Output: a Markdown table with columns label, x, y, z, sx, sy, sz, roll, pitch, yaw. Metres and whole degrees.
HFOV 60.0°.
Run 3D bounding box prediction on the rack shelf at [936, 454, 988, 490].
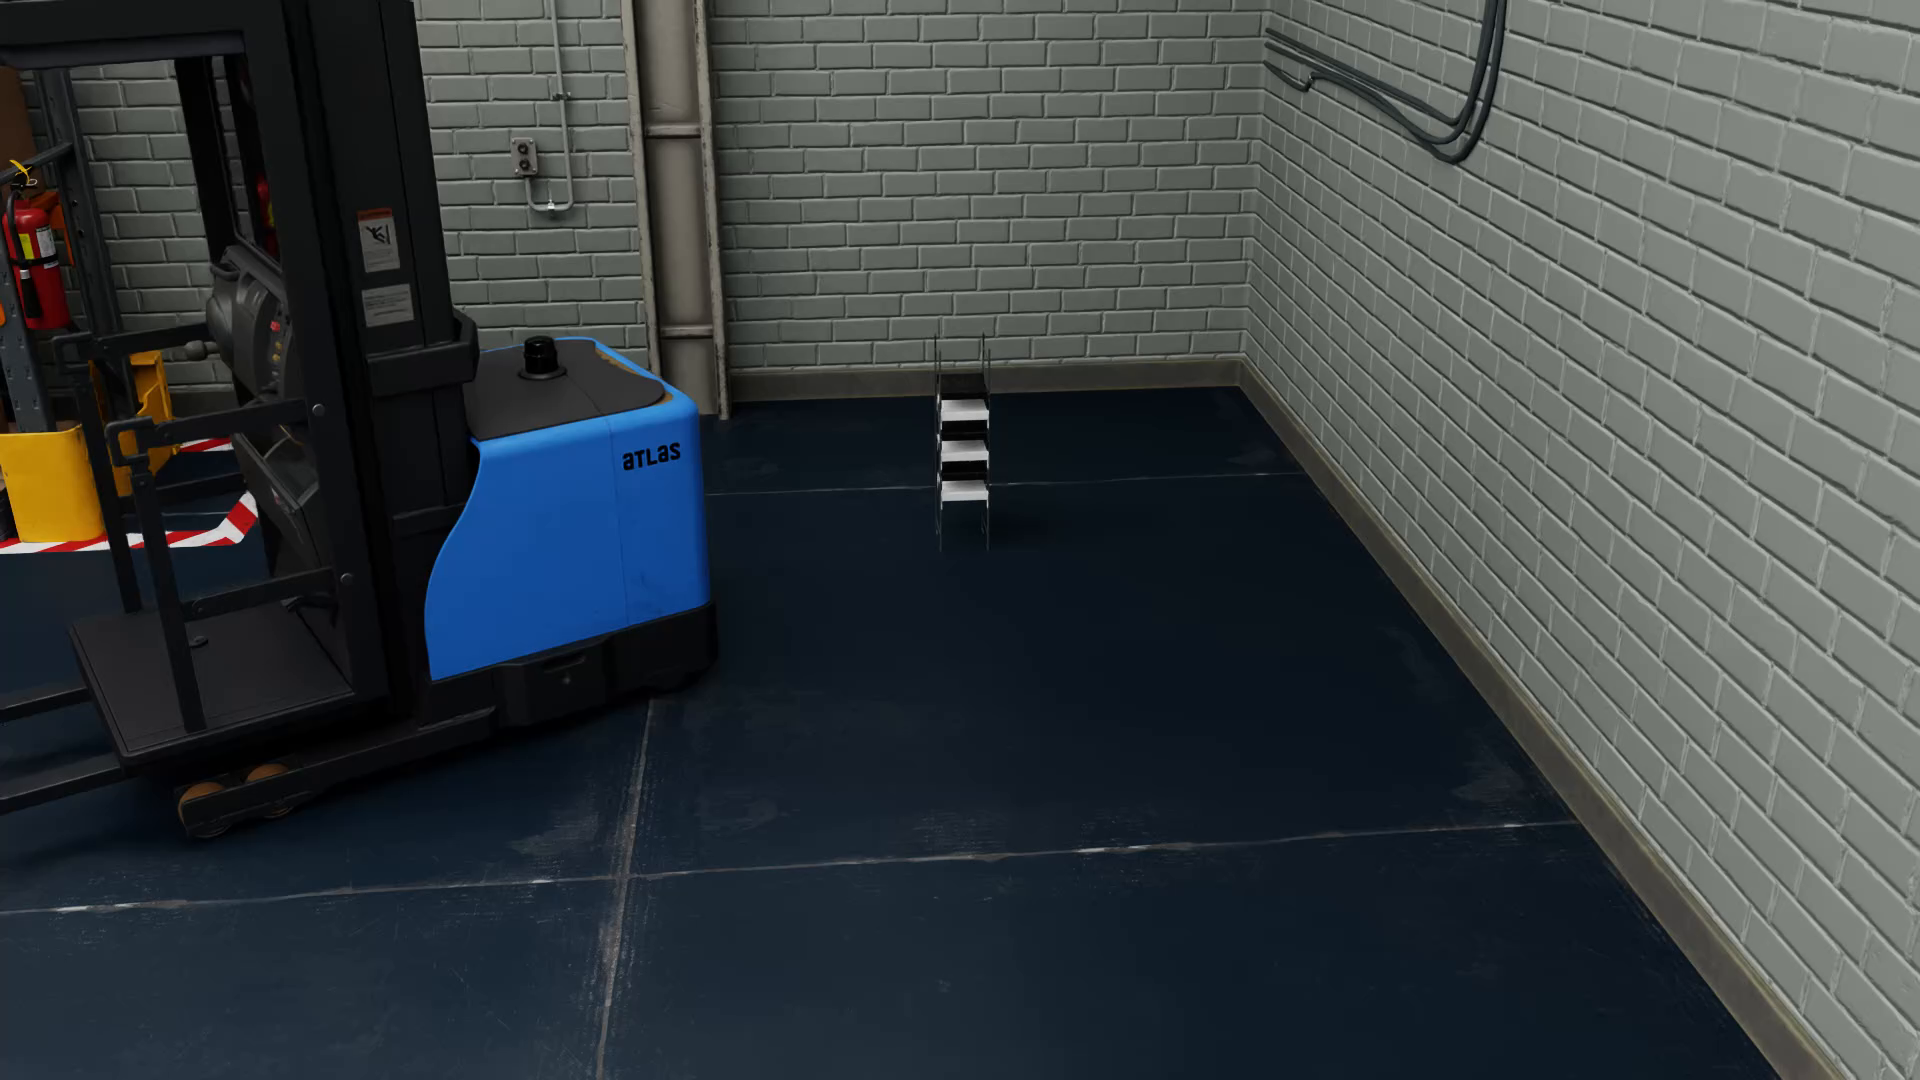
| label | x | y | z | sx | sy | sz | roll | pitch | yaw |
| --- | --- | --- | --- | --- | --- | --- | --- | --- | --- |
| rack shelf | 0.008 | -0.299 | 7.118 | 0.200 | 0.077 | 0.258 | -2 | 24 | -5 |

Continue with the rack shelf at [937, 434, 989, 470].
| label | x | y | z | sx | sy | sz | roll | pitch | yaw |
| --- | --- | --- | --- | --- | --- | --- | --- | --- | --- |
| rack shelf | 0.008 | -0.381 | 7.081 | 0.200 | 0.077 | 0.258 | -2 | 24 | -5 |

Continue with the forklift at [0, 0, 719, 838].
| label | x | y | z | sx | sy | sz | roll | pitch | yaw |
| --- | --- | --- | --- | --- | --- | --- | --- | --- | --- |
| forklift | -2.389 | -0.659 | 5.124 | 3.031 | 2.935 | 1.130 | -16 | 28 | -31 |

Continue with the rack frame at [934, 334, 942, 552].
| label | x | y | z | sx | sy | sz | roll | pitch | yaw |
| --- | --- | --- | --- | --- | --- | --- | --- | --- | --- |
| rack frame | -0.093 | -0.407 | 7.059 | 0.006 | 0.900 | 0.240 | -2 | 24 | -5 |

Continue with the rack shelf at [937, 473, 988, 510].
| label | x | y | z | sx | sy | sz | roll | pitch | yaw |
| --- | --- | --- | --- | --- | --- | --- | --- | --- | --- |
| rack shelf | 0.008 | -0.217 | 7.155 | 0.200 | 0.077 | 0.258 | -2 | 24 | -5 |

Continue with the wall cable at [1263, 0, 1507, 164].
| label | x | y | z | sx | sy | sz | roll | pitch | yaw |
| --- | --- | --- | --- | --- | --- | --- | --- | --- | --- |
| wall cable | 1.651 | -3.001 | 6.744 | 0.112 | 2.526 | 3.097 | -2 | 24 | -5 |

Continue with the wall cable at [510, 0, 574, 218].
| label | x | y | z | sx | sy | sz | roll | pitch | yaw |
| --- | --- | --- | --- | --- | --- | --- | --- | --- | --- |
| wall cable | -2.831 | -2.494 | 7.918 | 1.851 | 1.984 | 0.084 | -2 | 24 | -5 |

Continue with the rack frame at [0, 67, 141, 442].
| label | x | y | z | sx | sy | sz | roll | pitch | yaw |
| --- | --- | --- | --- | --- | --- | --- | --- | --- | --- |
| rack frame | -4.013 | -1.597 | 7.149 | 0.127 | 3.000 | 1.000 | -2 | 24 | -5 |

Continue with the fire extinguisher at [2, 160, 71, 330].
| label | x | y | z | sx | sy | sz | roll | pitch | yaw |
| --- | --- | --- | --- | --- | --- | --- | --- | --- | --- |
| fire extinguisher | -3.817 | -1.210 | 6.835 | 0.183 | 0.674 | 0.296 | -2 | 24 | -5 |

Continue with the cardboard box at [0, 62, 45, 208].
| label | x | y | z | sx | sy | sz | roll | pitch | yaw |
| --- | --- | --- | --- | --- | --- | --- | --- | --- | --- |
| cardboard box | -4.519 | -1.709 | 7.033 | 0.700 | 0.700 | 0.980 | -1 | 24 | -3 |

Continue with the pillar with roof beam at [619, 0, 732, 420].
| label | x | y | z | sx | sy | sz | roll | pitch | yaw |
| --- | --- | --- | --- | --- | --- | --- | --- | --- | --- |
| pillar with roof beam | -0.988 | -3.055 | 3.045 | 0.400 | 9.000 | 9.100 | -2 | 24 | -5 |

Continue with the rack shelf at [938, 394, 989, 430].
| label | x | y | z | sx | sy | sz | roll | pitch | yaw |
| --- | --- | --- | --- | --- | --- | --- | --- | --- | --- |
| rack shelf | 0.008 | -0.546 | 7.008 | 0.200 | 0.077 | 0.258 | -2 | 24 | -5 |

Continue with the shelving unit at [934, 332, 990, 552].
| label | x | y | z | sx | sy | sz | roll | pitch | yaw |
| --- | --- | --- | --- | --- | --- | --- | --- | --- | --- |
| shelving unit | 0.008 | -0.412 | 7.068 | 0.210 | 0.900 | 0.258 | -2 | 24 | -5 |

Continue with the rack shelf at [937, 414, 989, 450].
| label | x | y | z | sx | sy | sz | roll | pitch | yaw |
| --- | --- | --- | --- | --- | --- | --- | --- | --- | --- |
| rack shelf | 0.008 | -0.463 | 7.045 | 0.200 | 0.077 | 0.258 | -2 | 24 | -5 |

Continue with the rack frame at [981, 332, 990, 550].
| label | x | y | z | sx | sy | sz | roll | pitch | yaw |
| --- | --- | --- | --- | --- | --- | --- | --- | --- | --- |
| rack frame | 0.109 | -0.416 | 7.077 | 0.006 | 0.900 | 0.240 | -2 | 24 | -5 |

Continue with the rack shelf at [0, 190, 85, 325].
| label | x | y | z | sx | sy | sz | roll | pitch | yaw |
| --- | --- | --- | --- | --- | --- | --- | --- | --- | --- |
| rack shelf | -6.003 | -1.188 | 7.116 | 4.000 | 0.370 | 1.077 | -2 | 24 | -5 |

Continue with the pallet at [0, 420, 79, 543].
| label | x | y | z | sx | sy | sz | roll | pitch | yaw |
| --- | --- | --- | --- | --- | --- | --- | --- | --- | --- |
| pallet | -4.801 | -0.259 | 7.573 | 1.213 | 0.211 | 1.003 | -2 | 24 | -5 |

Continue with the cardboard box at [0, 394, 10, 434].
| label | x | y | z | sx | sy | sz | roll | pitch | yaw |
| --- | --- | --- | --- | --- | --- | --- | --- | --- | --- |
| cardboard box | -4.700 | -0.578 | 7.418 | 0.500 | 0.500 | 0.700 | -2 | 24 | -5 |

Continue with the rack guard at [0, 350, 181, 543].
| label | x | y | z | sx | sy | sz | roll | pitch | yaw |
| --- | --- | --- | --- | --- | --- | --- | --- | --- | --- |
| rack guard | -3.989 | -0.455 | 7.659 | 0.348 | 0.500 | 1.175 | -2 | 24 | -5 |

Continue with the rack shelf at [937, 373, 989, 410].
| label | x | y | z | sx | sy | sz | roll | pitch | yaw |
| --- | --- | --- | --- | --- | --- | --- | --- | --- | --- |
| rack shelf | 0.008 | -0.628 | 6.972 | 0.200 | 0.077 | 0.258 | -2 | 24 | -5 |
